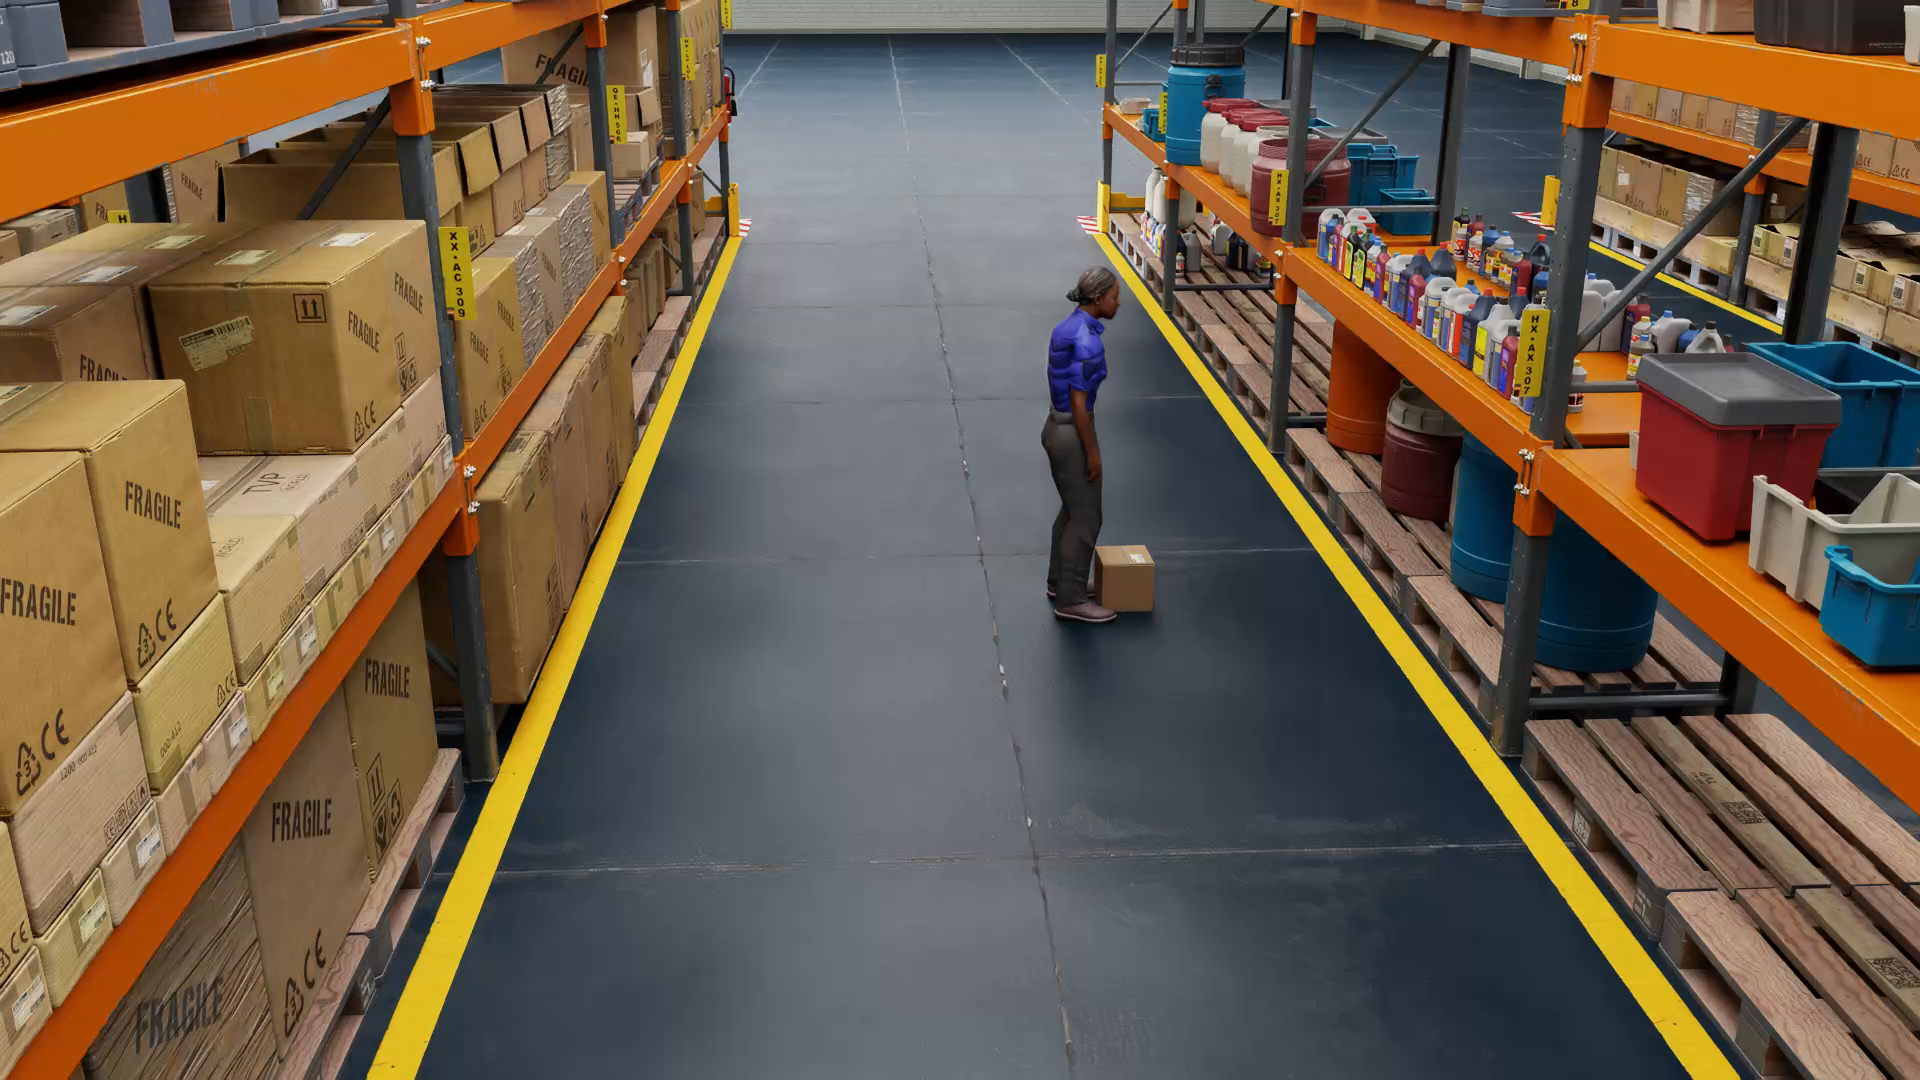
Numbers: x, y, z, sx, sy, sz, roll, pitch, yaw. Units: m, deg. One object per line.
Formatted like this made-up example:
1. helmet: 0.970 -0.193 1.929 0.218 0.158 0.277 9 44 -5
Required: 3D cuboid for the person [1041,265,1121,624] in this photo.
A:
1. person: 0.566 -0.461 7.818 0.352 1.654 0.518 -2 21 -4
